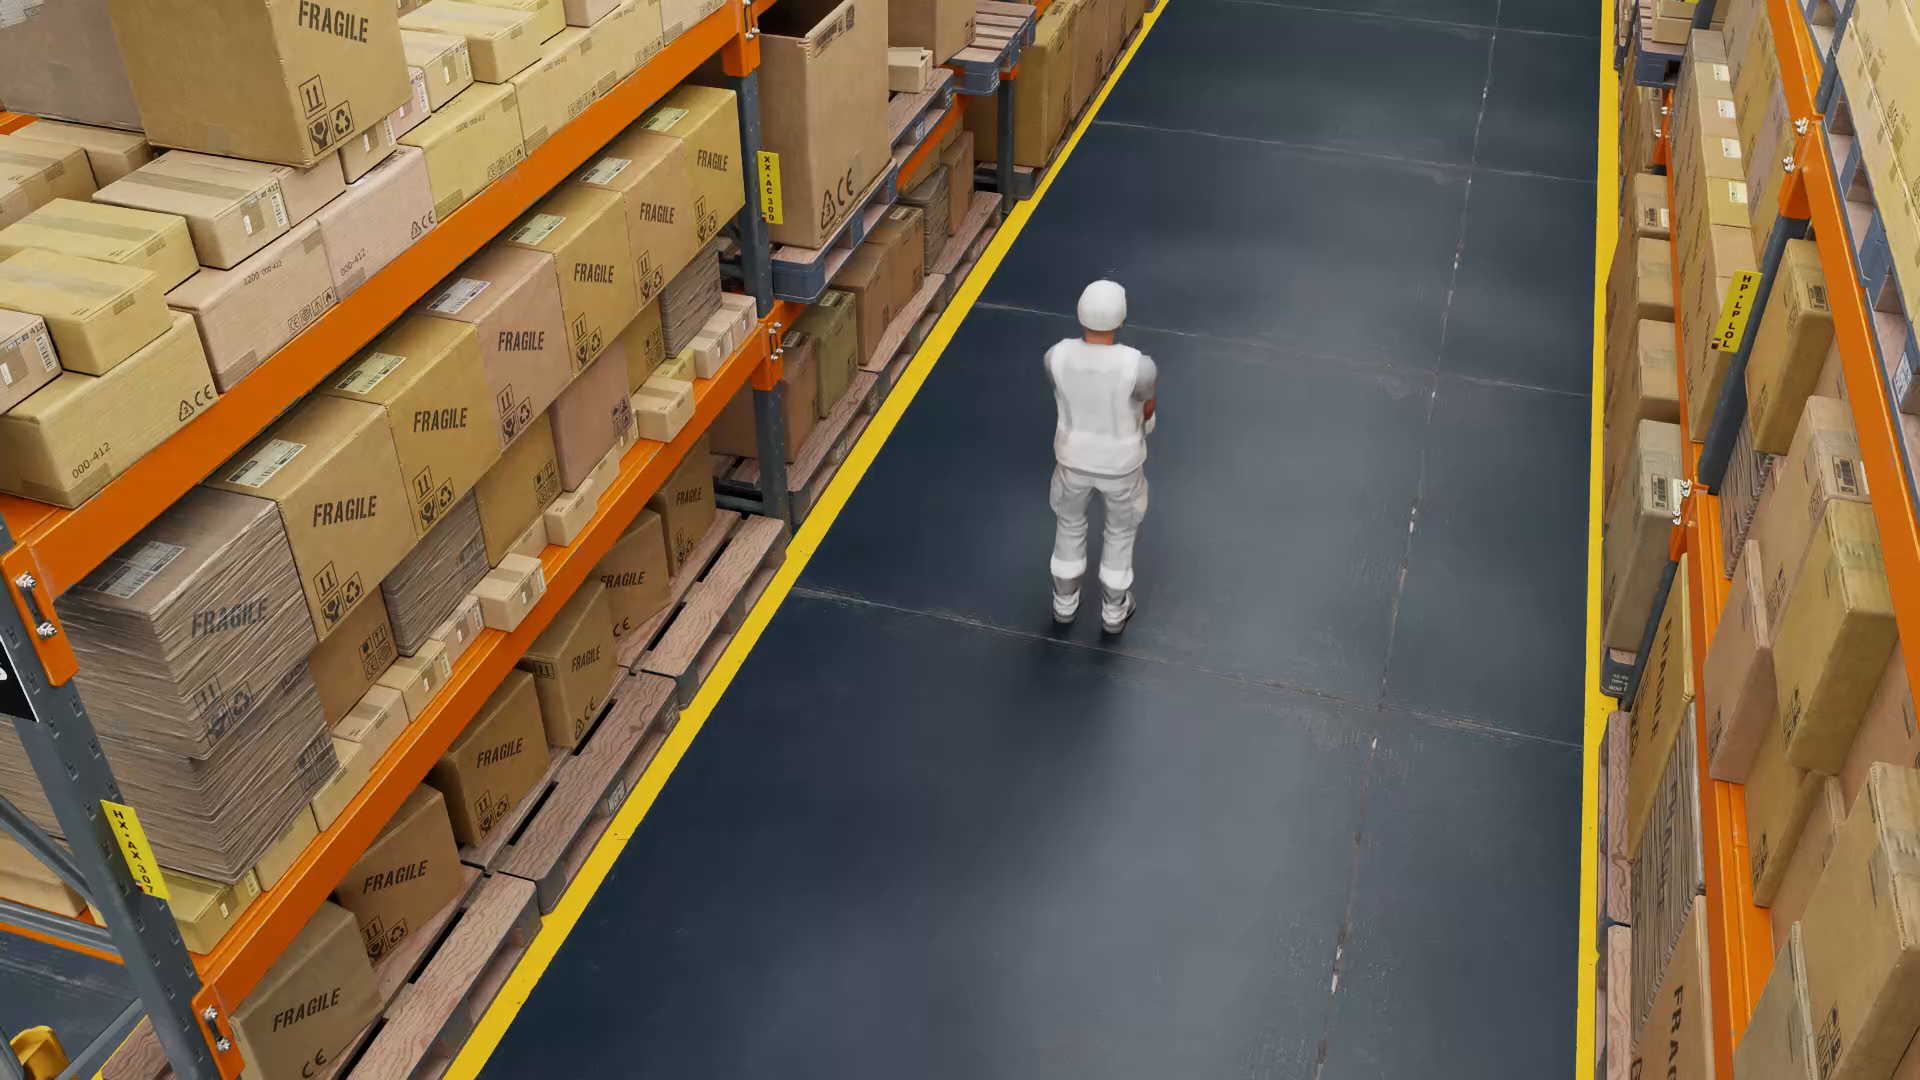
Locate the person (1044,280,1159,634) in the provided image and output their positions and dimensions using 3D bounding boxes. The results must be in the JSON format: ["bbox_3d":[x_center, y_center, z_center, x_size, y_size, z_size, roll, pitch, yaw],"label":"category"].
[{"bbox_3d":[0.637,-0.419,7.435,0.495,1.785,0.552,11,38,14],"label":"person"}]
